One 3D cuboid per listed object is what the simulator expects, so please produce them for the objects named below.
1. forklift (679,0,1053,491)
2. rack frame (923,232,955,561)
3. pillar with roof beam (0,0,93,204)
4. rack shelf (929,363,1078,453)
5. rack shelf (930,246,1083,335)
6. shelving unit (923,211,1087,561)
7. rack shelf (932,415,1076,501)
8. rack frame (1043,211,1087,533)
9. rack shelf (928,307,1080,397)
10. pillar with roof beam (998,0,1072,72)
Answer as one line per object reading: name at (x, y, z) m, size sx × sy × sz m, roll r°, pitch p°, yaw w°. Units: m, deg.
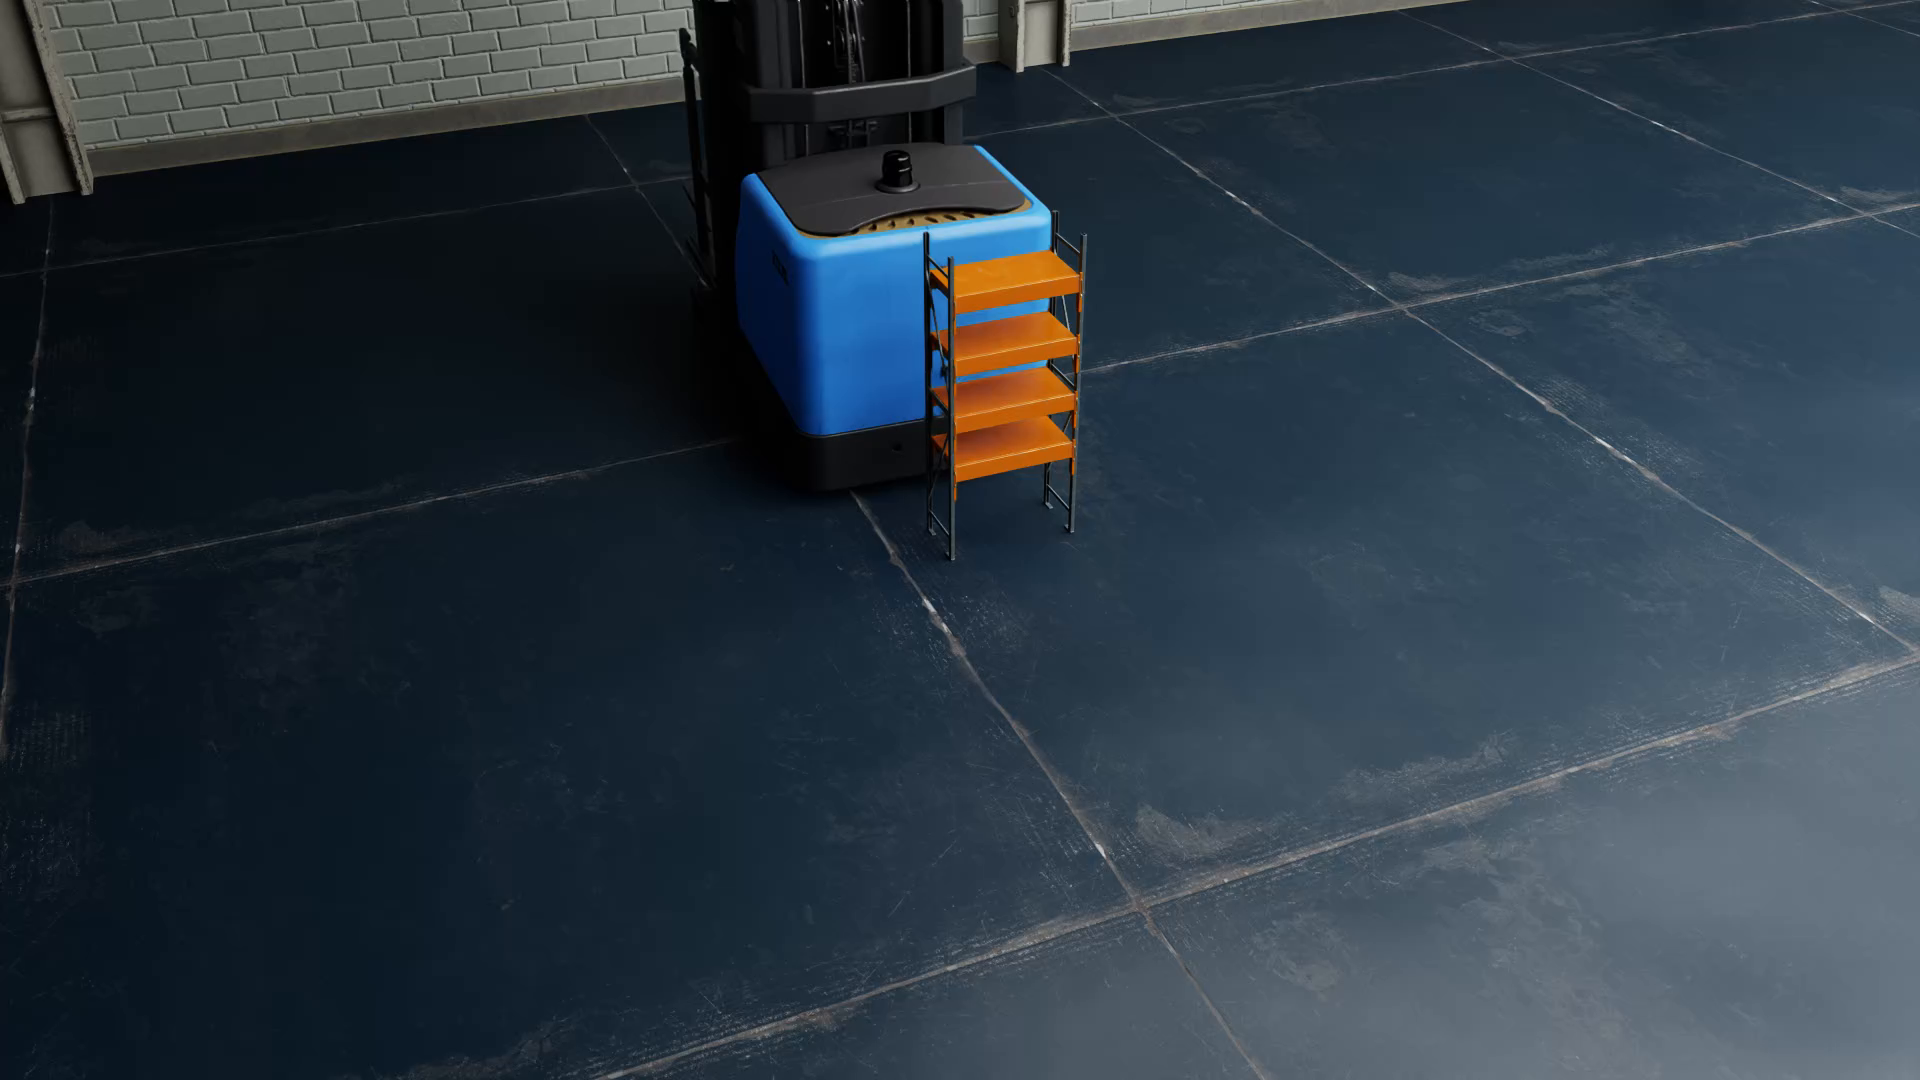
forklift at (-0.617, -2.212, 6.962) m, size 1.130 × 2.935 × 3.031 m, roll -11°, pitch 35°, yaw -17°
rack frame at (-0.072, -0.486, 5.897) m, size 0.015 × 1.200 × 0.240 m, roll -13°, pitch 35°, yaw -19°
pillar with roof beam at (-3.371, -3.555, 3.463) m, size 0.400 × 9.000 × 9.100 m, roll -13°, pitch 35°, yaw -19°
rack shelf at (0.153, -0.481, 6.013) m, size 0.480 × 0.148 × 0.258 m, roll -13°, pitch 35°, yaw -19°
rack shelf at (0.153, -0.867, 5.762) m, size 0.480 × 0.148 × 0.258 m, roll -13°, pitch 35°, yaw -19°
shelving unit at (0.153, -0.538, 5.976) m, size 0.503 × 1.200 × 0.258 m, roll -13°, pitch 35°, yaw -19°
rack shelf at (0.153, -0.315, 6.121) m, size 0.480 × 0.148 × 0.258 m, roll -13°, pitch 35°, yaw -19°
rack frame at (0.378, -0.589, 6.056) m, size 0.015 × 1.200 × 0.240 m, roll -13°, pitch 35°, yaw -19°
rack shelf at (0.153, -0.669, 5.891) m, size 0.480 × 0.148 × 0.258 m, roll -13°, pitch 35°, yaw -19°
pillar with roof beam at (2.161, -4.822, 5.410) m, size 0.400 × 9.000 × 9.100 m, roll -13°, pitch 35°, yaw -19°
